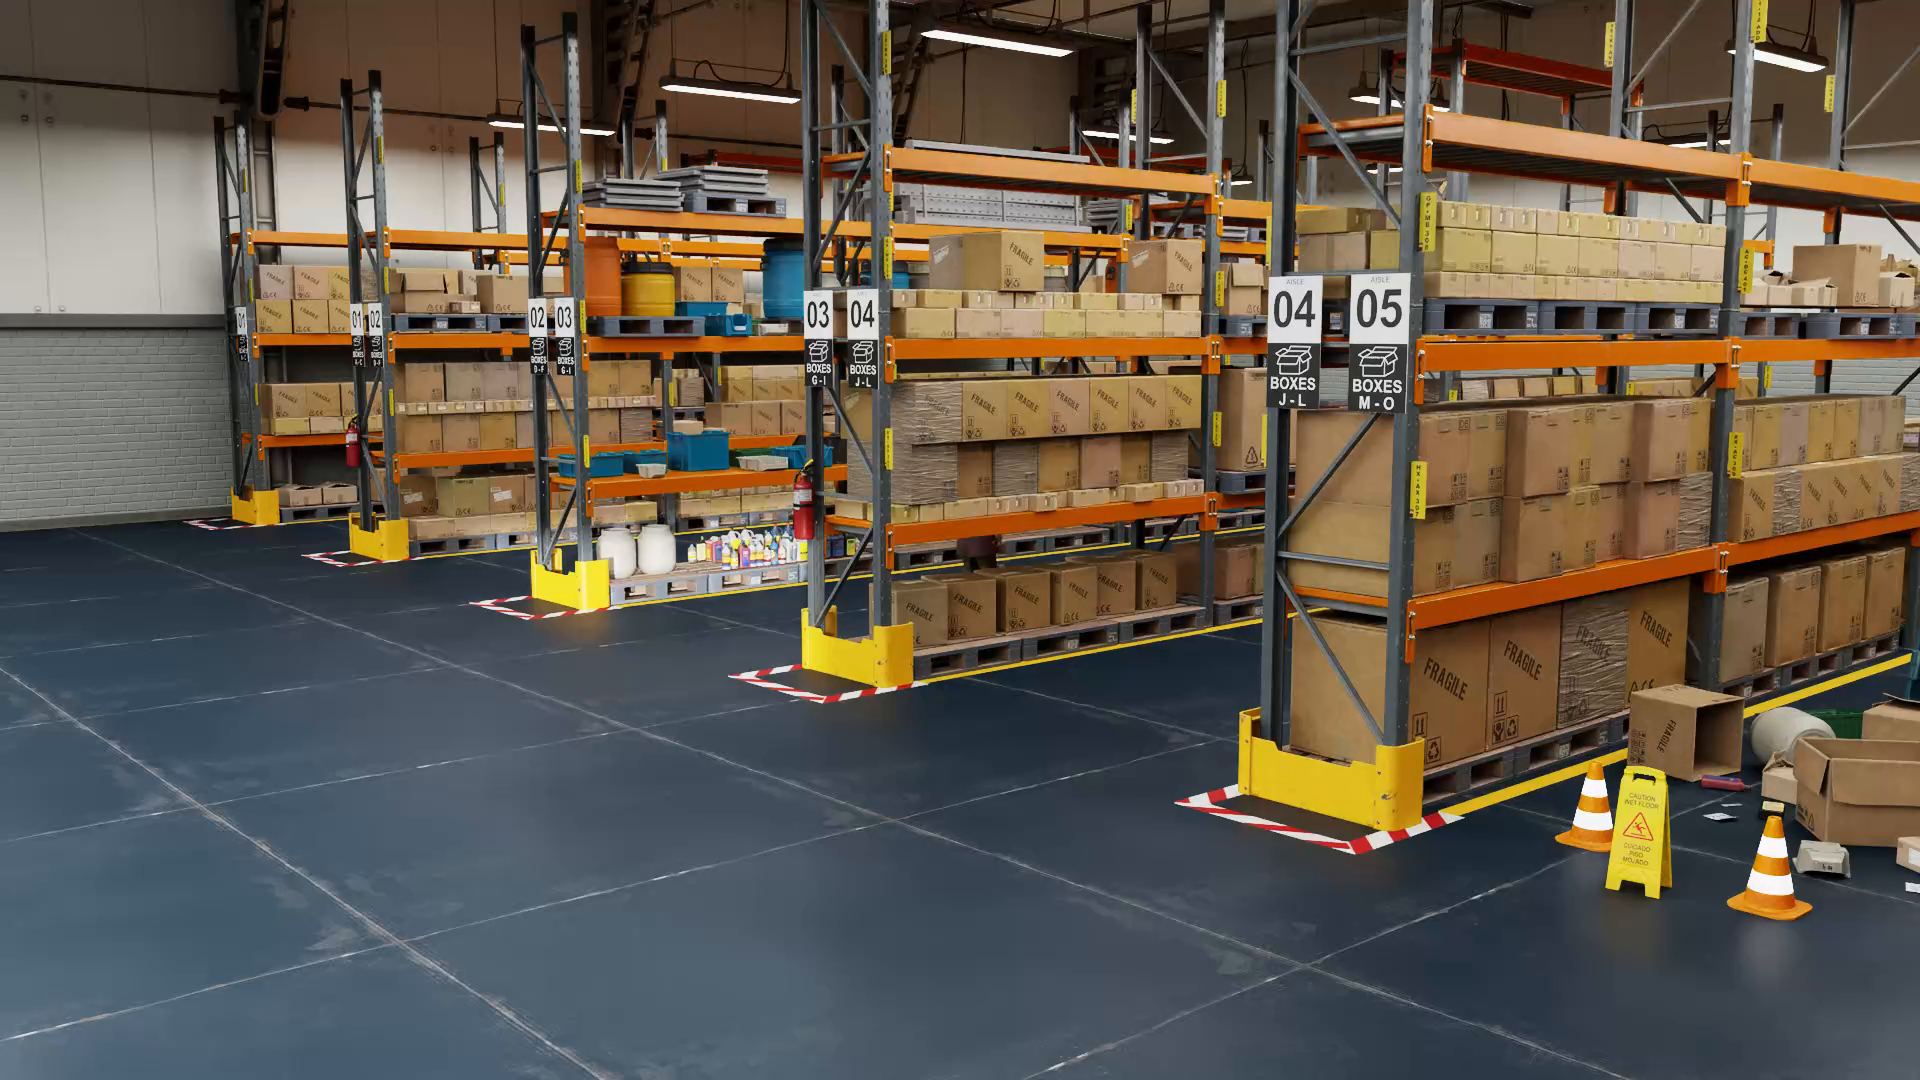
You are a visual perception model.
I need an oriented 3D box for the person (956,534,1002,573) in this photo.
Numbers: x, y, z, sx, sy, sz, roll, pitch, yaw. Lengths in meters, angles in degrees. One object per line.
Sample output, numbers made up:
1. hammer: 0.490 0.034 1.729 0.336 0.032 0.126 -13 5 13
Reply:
1. person: 0.166 -0.087 16.522 0.429 1.772 0.649 -7 10 -43
